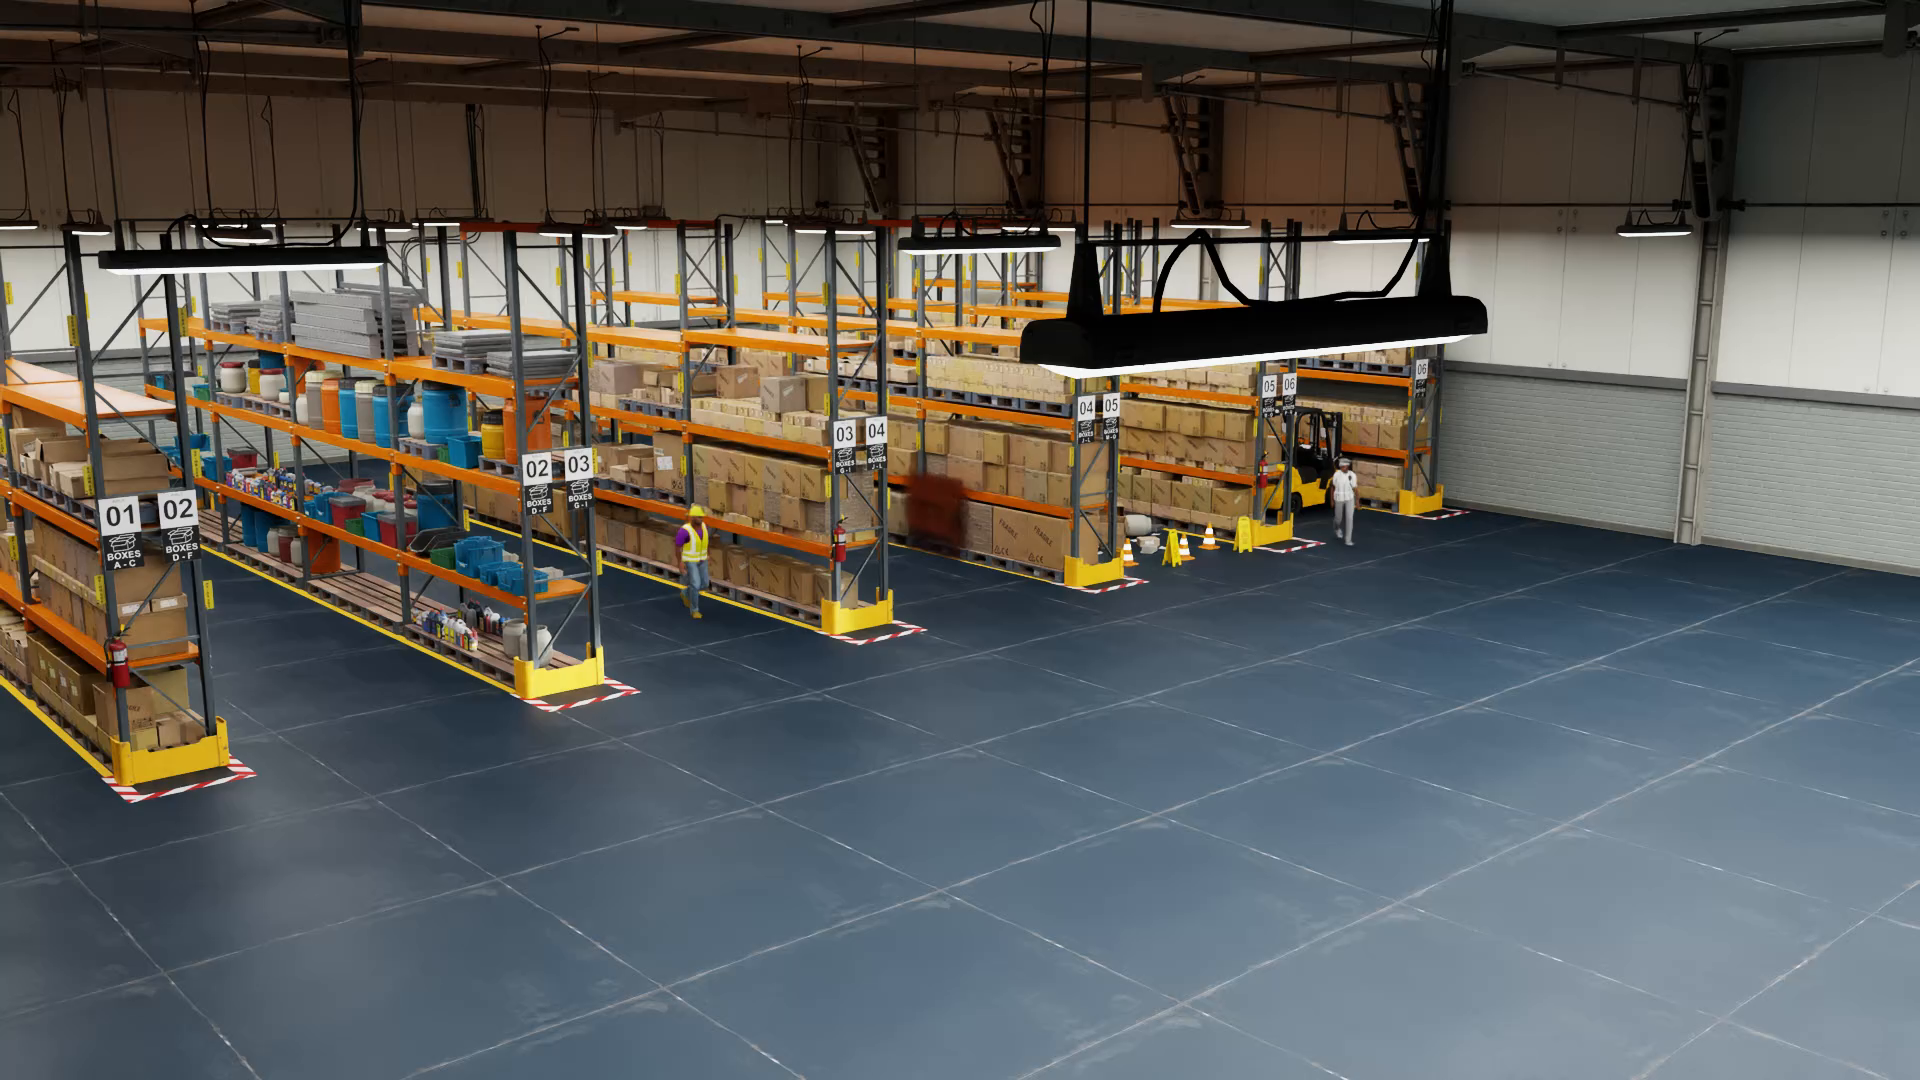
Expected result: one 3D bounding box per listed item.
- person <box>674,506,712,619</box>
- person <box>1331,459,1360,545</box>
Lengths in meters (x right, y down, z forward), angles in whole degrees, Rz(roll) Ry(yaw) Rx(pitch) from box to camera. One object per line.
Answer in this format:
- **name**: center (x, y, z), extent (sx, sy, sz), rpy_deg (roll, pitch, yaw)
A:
- **person**: center (-4.191, 0.319, 25.922), extent (0.657, 1.744, 0.659), rpy_deg (9, 15, 38)
- **person**: center (7.285, -0.754, 31.436), extent (0.541, 1.616, 0.834), rpy_deg (1, 11, 7)
